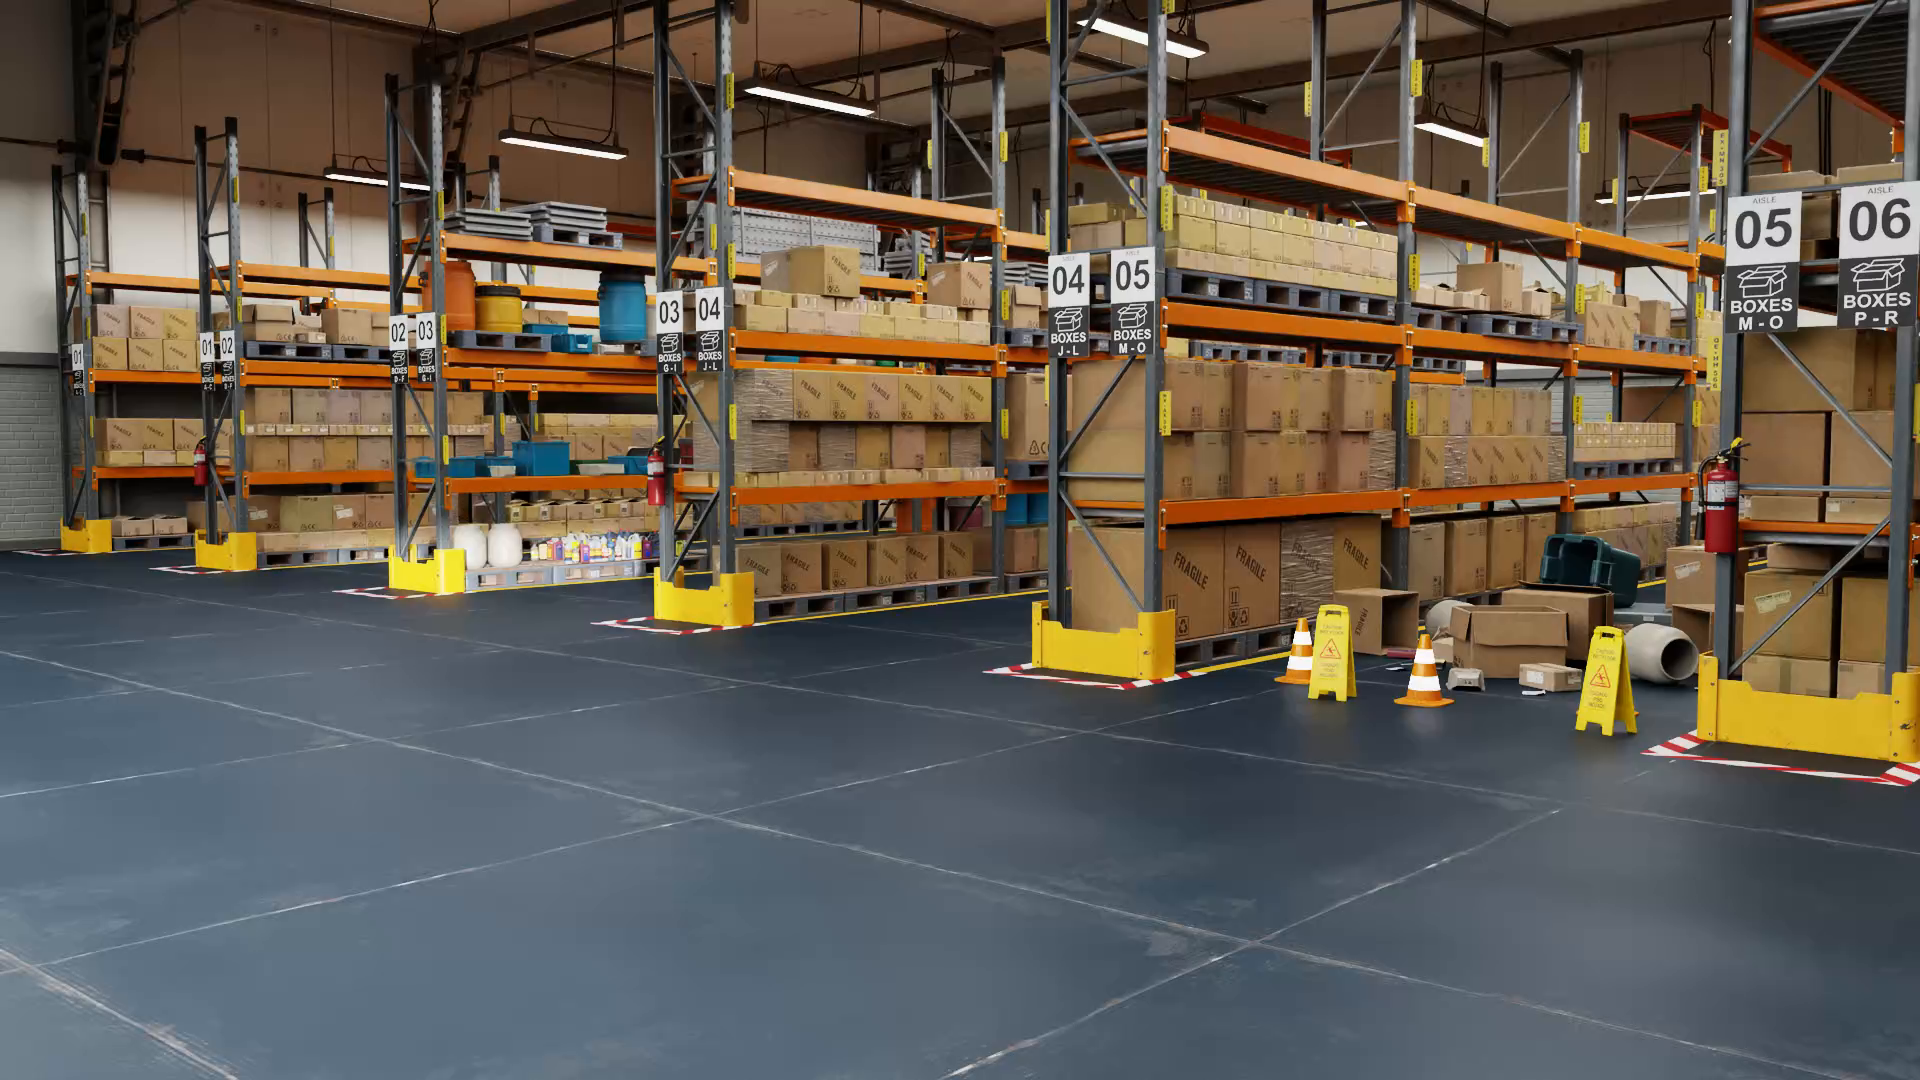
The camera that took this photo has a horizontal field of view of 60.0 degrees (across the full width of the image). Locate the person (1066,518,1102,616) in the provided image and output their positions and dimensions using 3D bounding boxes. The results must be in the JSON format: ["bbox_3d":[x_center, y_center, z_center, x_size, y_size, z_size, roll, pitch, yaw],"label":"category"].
[{"bbox_3d":[1.217,-0.077,16.685,0.519,1.666,0.512,1,4,9],"label":"person"}]
